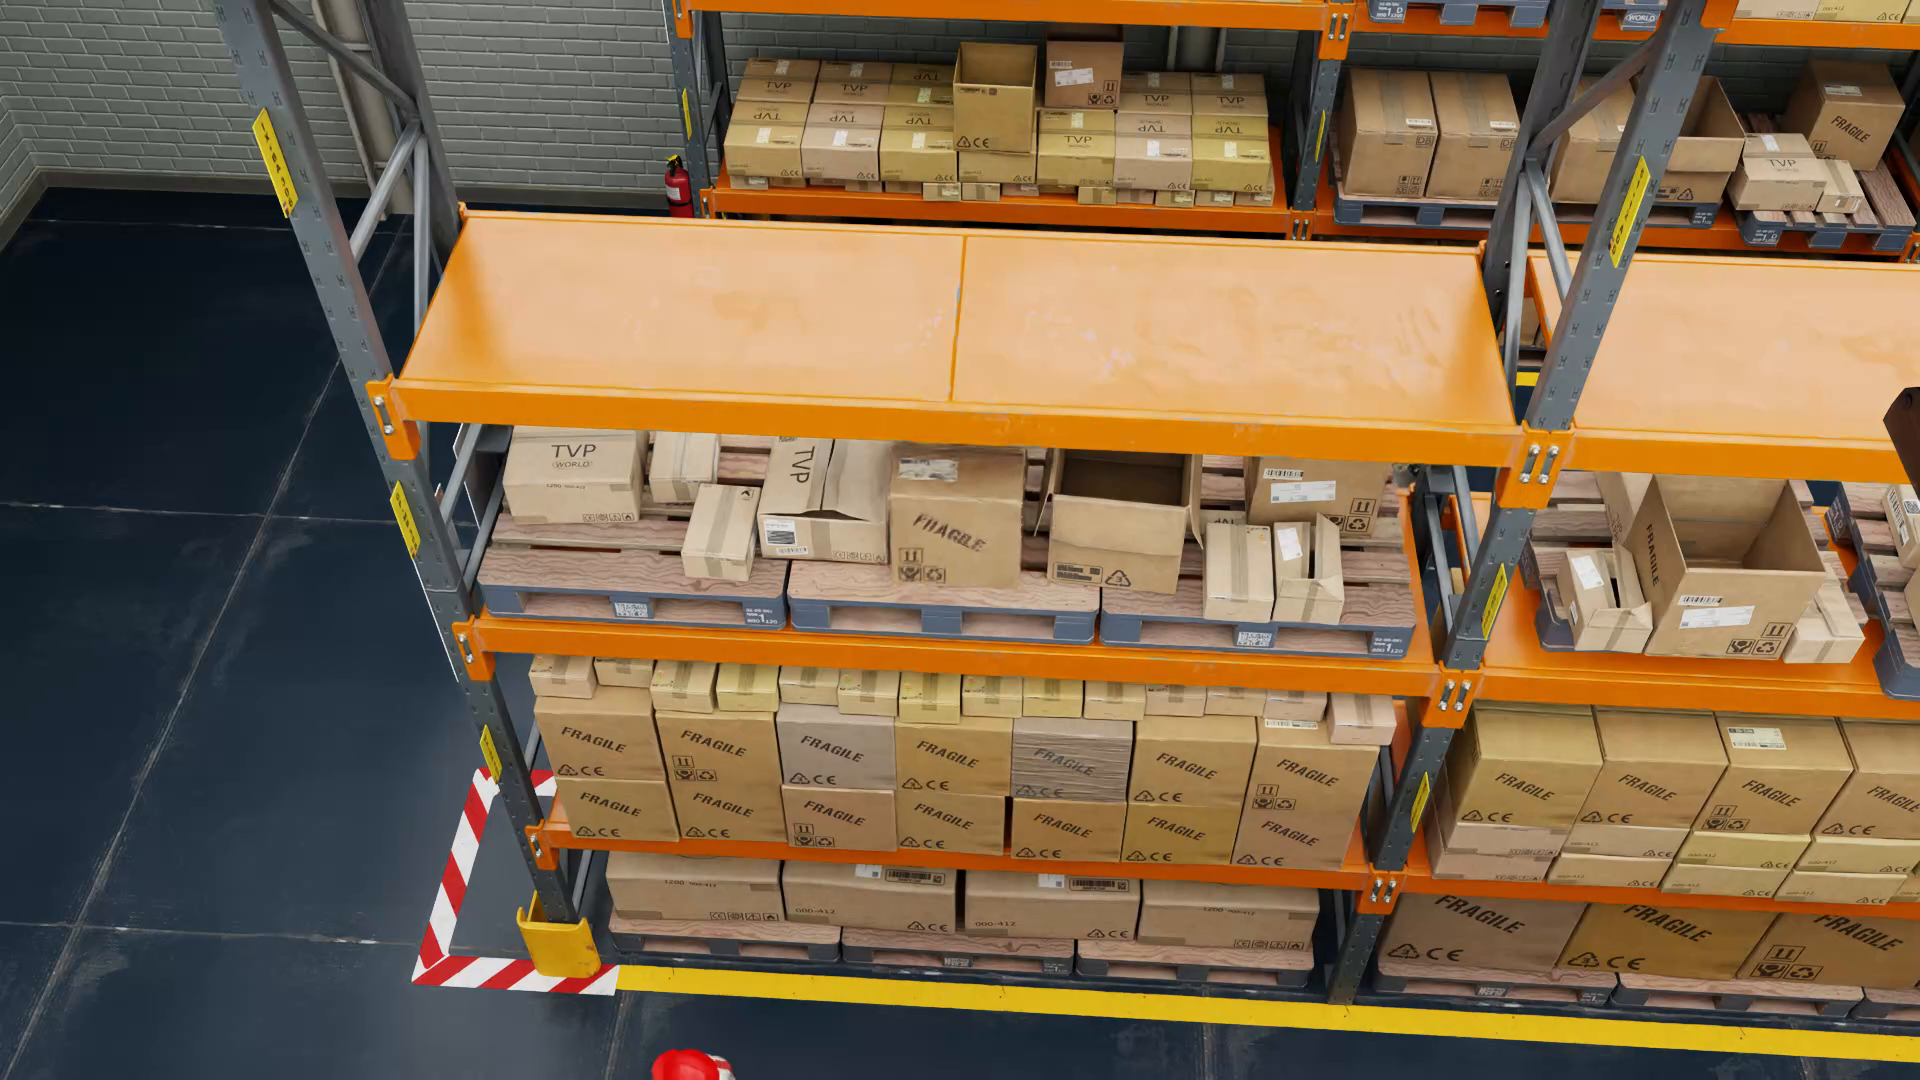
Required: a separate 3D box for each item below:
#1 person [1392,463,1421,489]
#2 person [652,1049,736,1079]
[{"bbox_3d":[2.687,-0.529,10.063,0.545,1.823,0.553,-12,49,-10],"label":"person"},{"bbox_3d":[-0.940,2.665,7.151,0.611,1.749,0.588,-19,51,-16],"label":"person"}]
